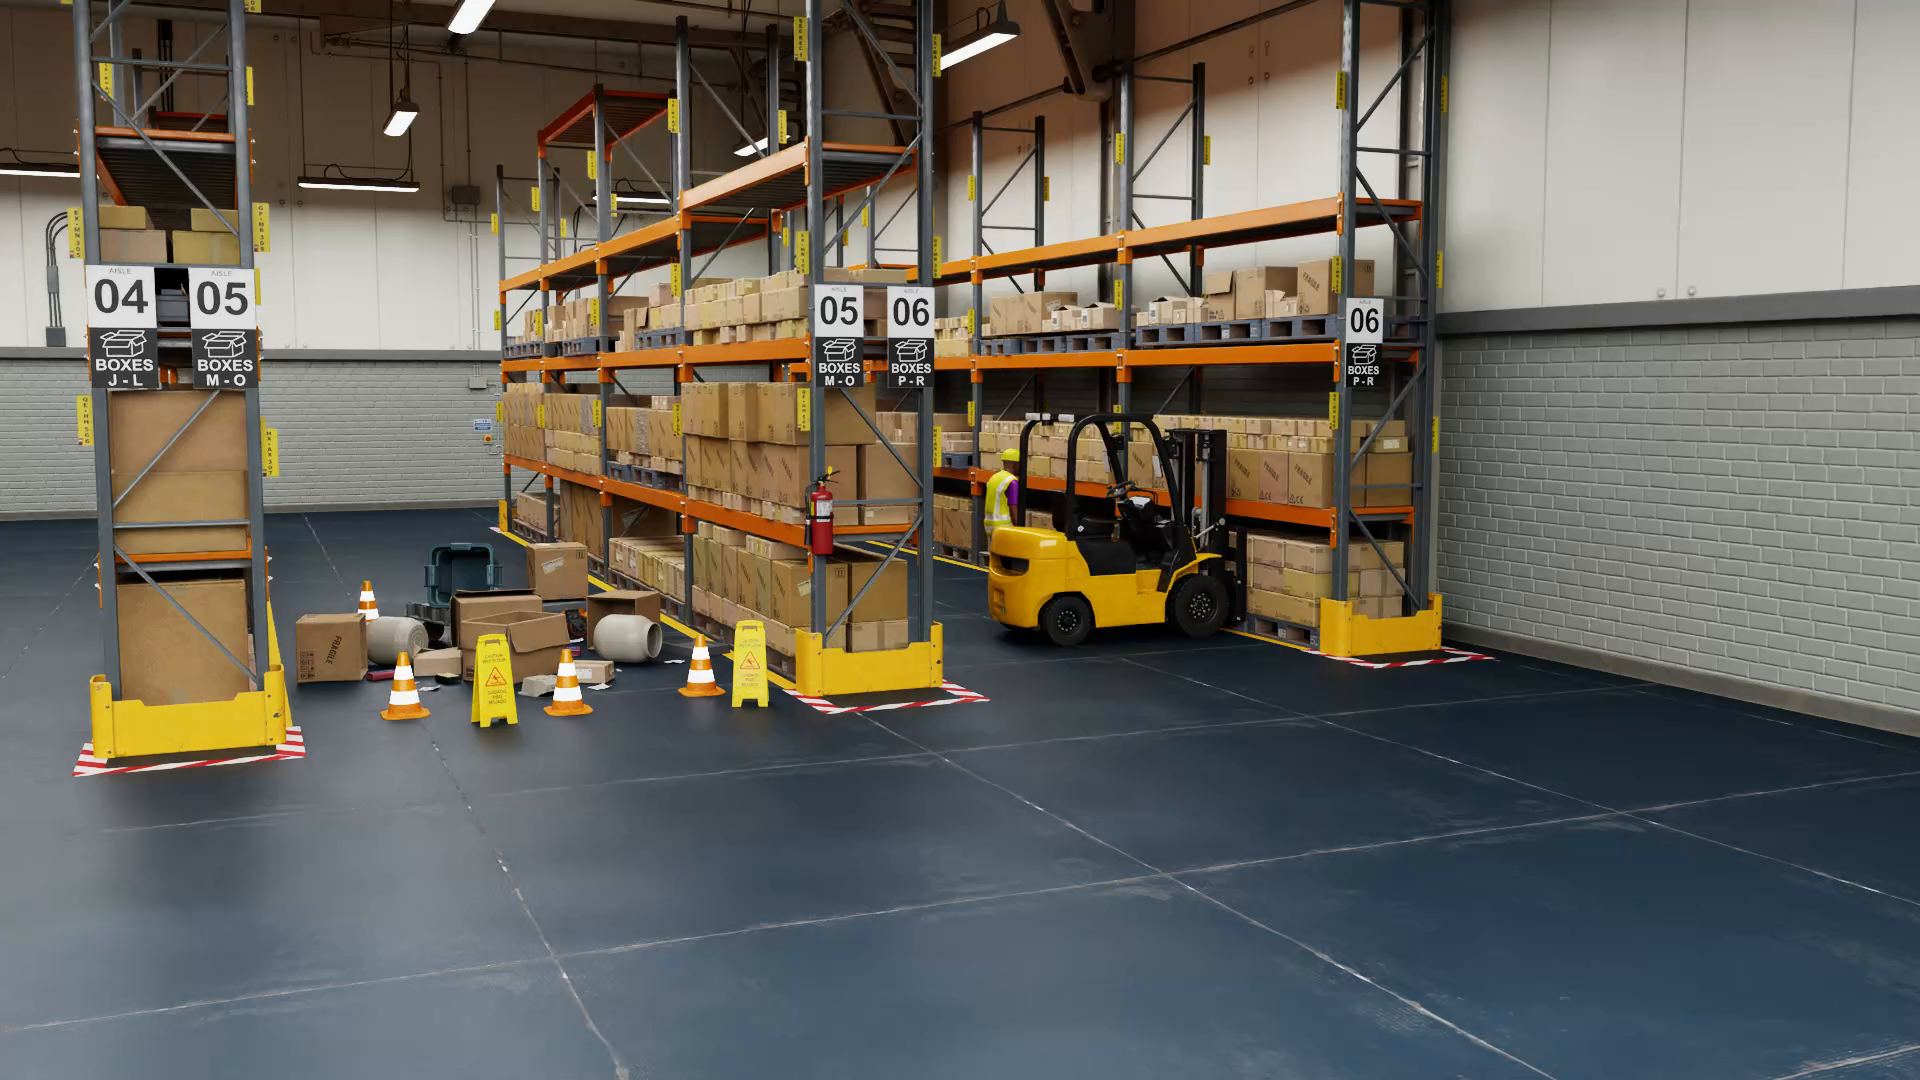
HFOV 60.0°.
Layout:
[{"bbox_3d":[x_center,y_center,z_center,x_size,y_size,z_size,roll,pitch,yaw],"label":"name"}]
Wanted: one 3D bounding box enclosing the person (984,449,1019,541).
[{"bbox_3d":[0.502,-0.081,17.529,0.457,1.761,0.629,-3,6,-26],"label":"person"}]
